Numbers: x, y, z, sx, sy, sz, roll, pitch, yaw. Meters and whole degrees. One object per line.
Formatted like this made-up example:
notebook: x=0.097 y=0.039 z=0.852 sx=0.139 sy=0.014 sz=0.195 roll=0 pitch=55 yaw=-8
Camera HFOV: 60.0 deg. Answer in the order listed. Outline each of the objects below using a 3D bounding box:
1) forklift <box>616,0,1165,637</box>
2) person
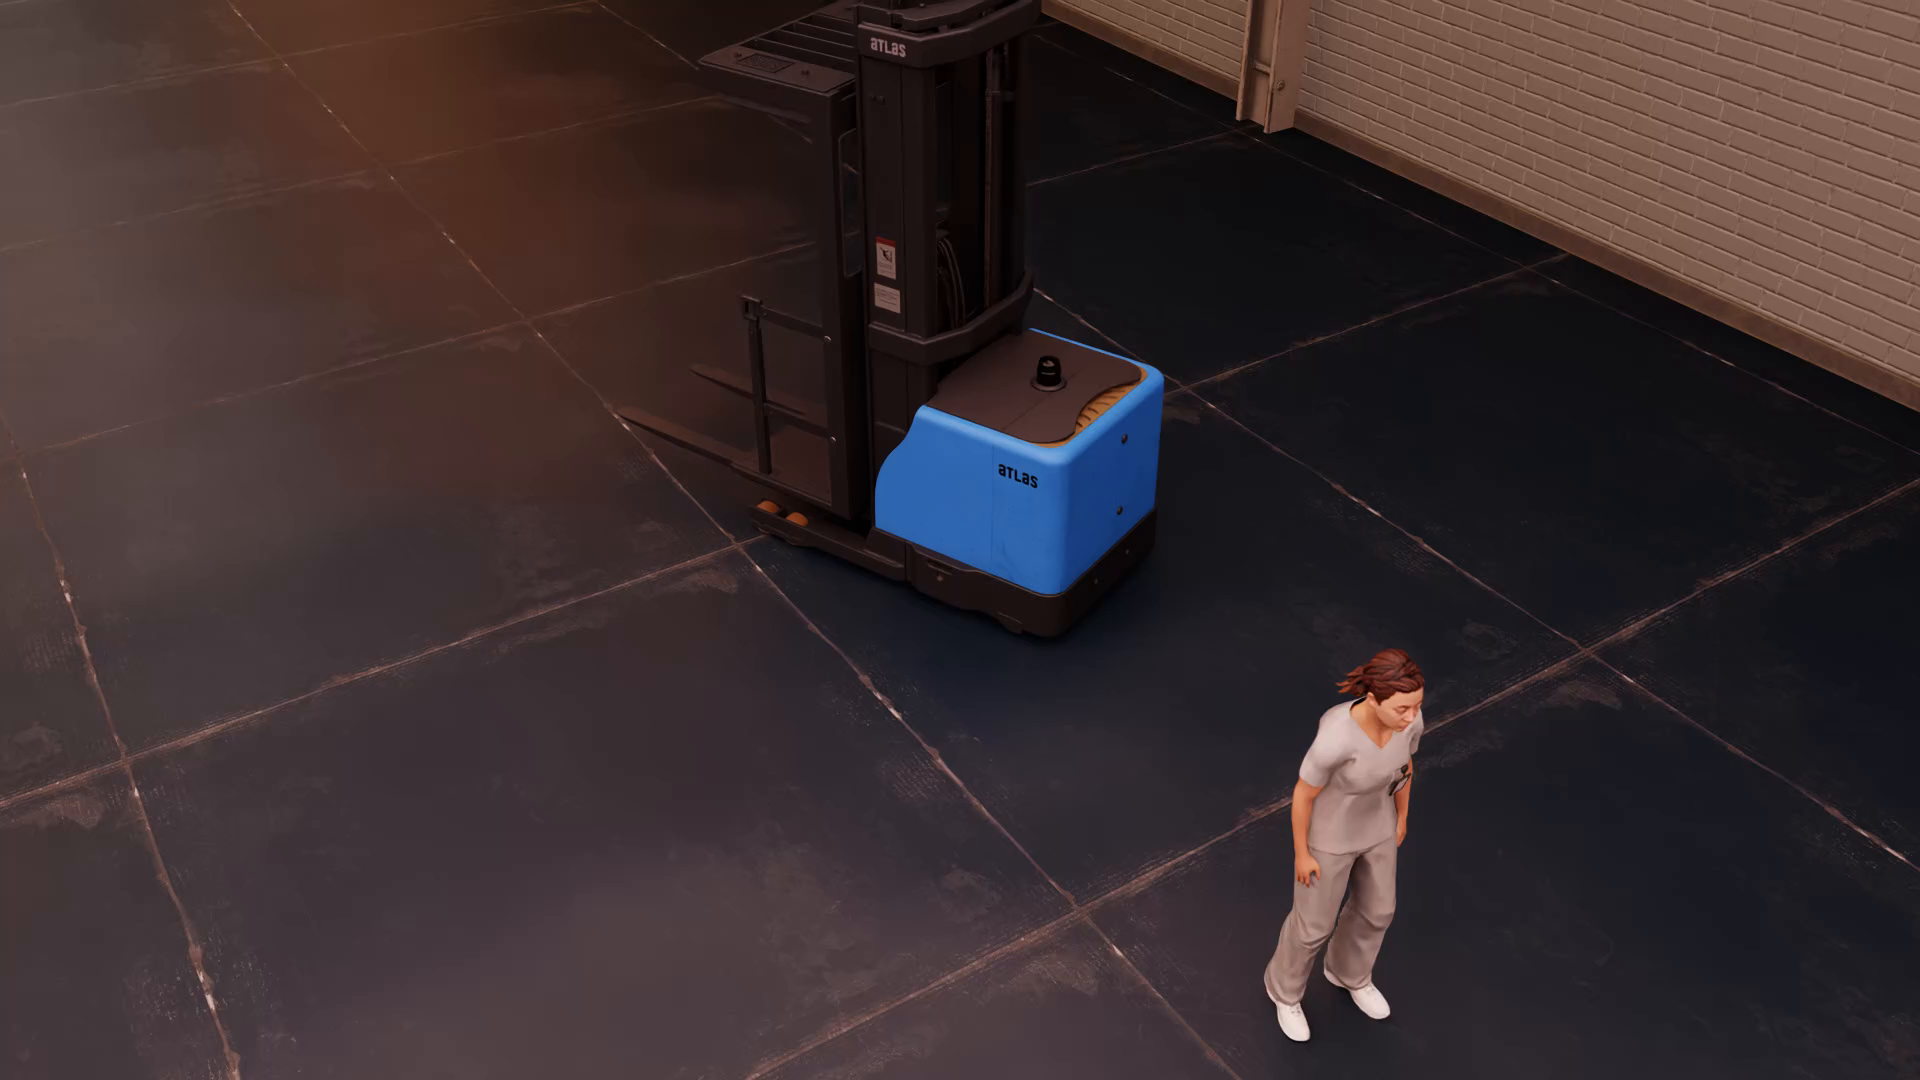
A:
forklift: x=-0.500 y=-1.399 z=8.138 sx=3.031 sy=2.935 sz=1.130 roll=22 pitch=41 yaw=28
person: x=1.362 y=1.032 z=5.775 sx=0.495 sy=1.671 sz=0.363 roll=-15 pitch=38 yaw=-20
